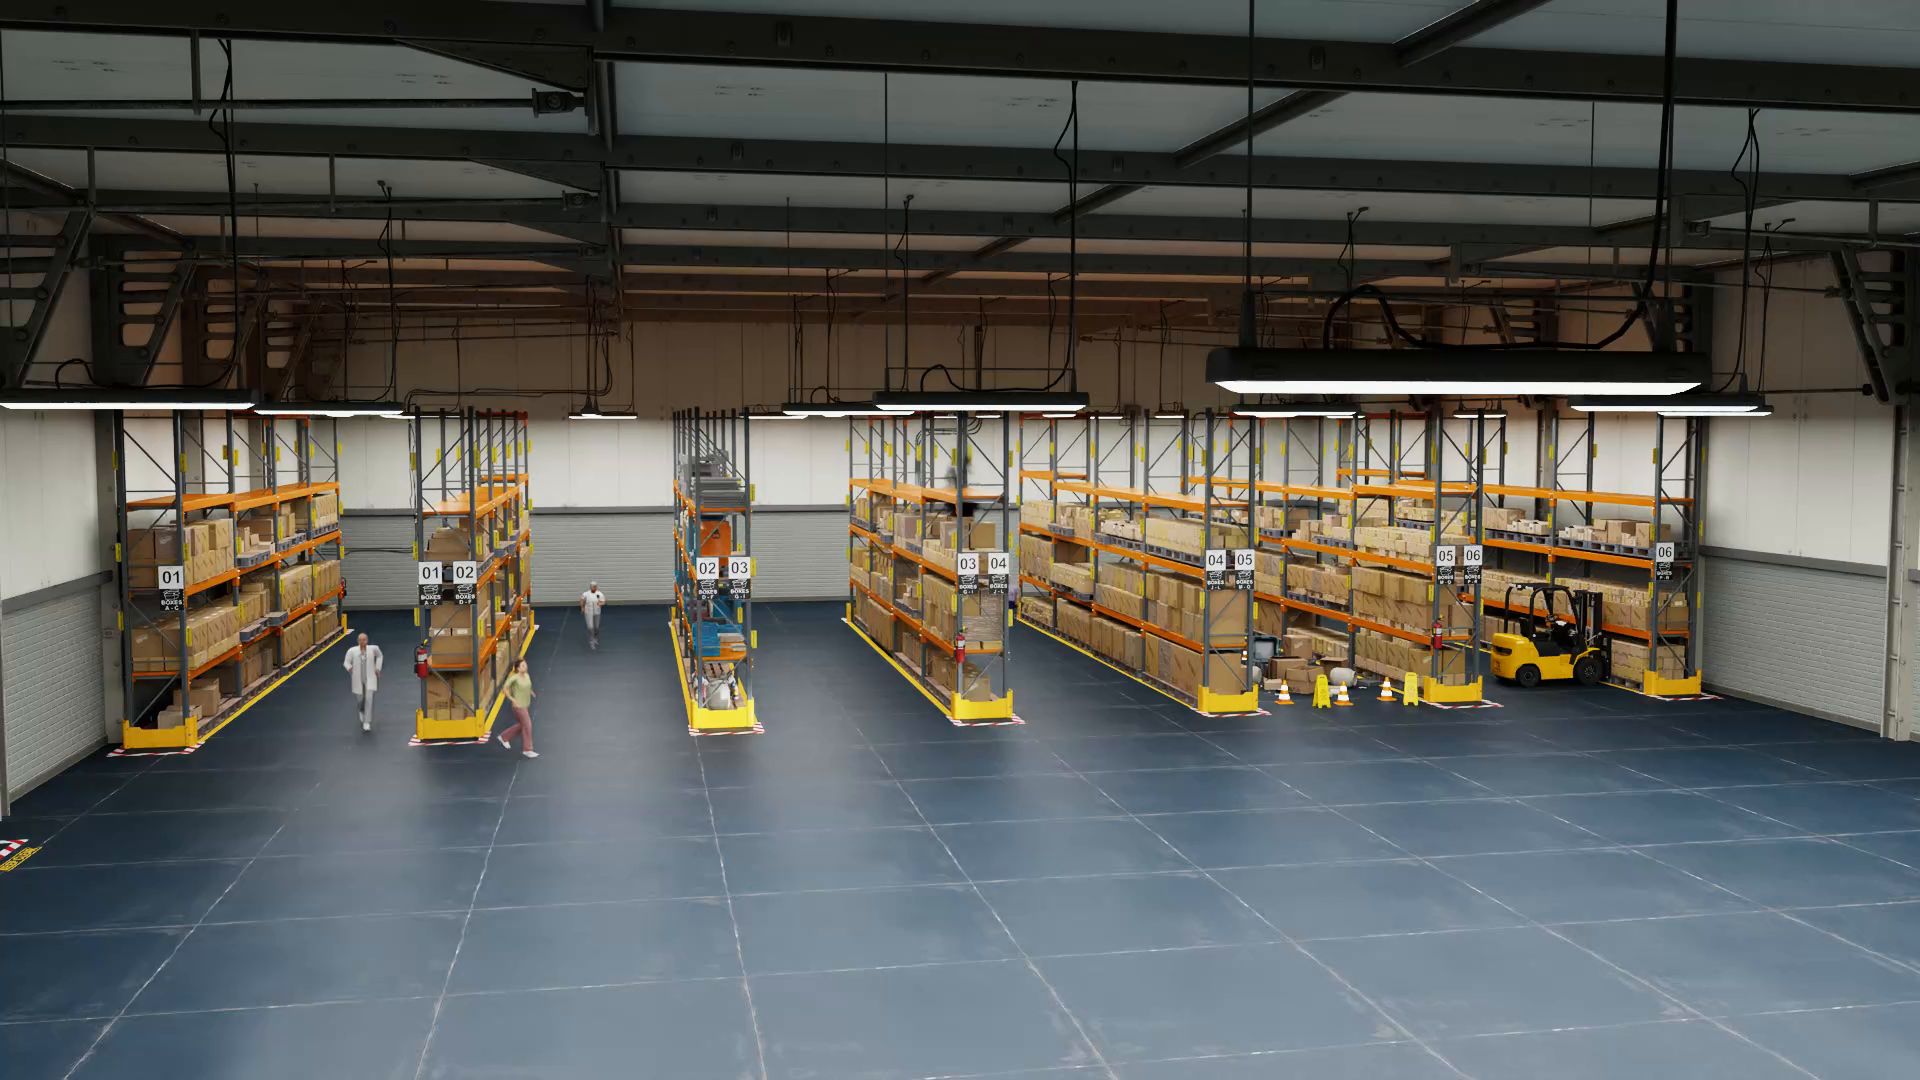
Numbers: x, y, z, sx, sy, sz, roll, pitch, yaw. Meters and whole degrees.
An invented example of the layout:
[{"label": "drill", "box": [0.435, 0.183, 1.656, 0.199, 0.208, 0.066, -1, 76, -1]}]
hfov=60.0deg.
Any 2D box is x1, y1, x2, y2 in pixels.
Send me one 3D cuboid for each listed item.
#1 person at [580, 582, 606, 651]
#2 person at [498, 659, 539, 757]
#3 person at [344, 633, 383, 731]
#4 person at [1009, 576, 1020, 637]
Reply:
[{"label": "person", "box": [-9.264, 1.896, 42.024, 0.580, 1.711, 0.838, -2, 4, -23]}, {"label": "person", "box": [-7.581, 2.863, 28.495, 0.835, 1.678, 0.575, 2, 4, 22]}, {"label": "person", "box": [-11.162, 2.616, 31.142, 0.690, 1.771, 1.042, -1, 4, -16]}, {"label": "person", "box": [1.307, 1.767, 44.526, 0.602, 1.625, 0.585, 0, 4, -5]}]
